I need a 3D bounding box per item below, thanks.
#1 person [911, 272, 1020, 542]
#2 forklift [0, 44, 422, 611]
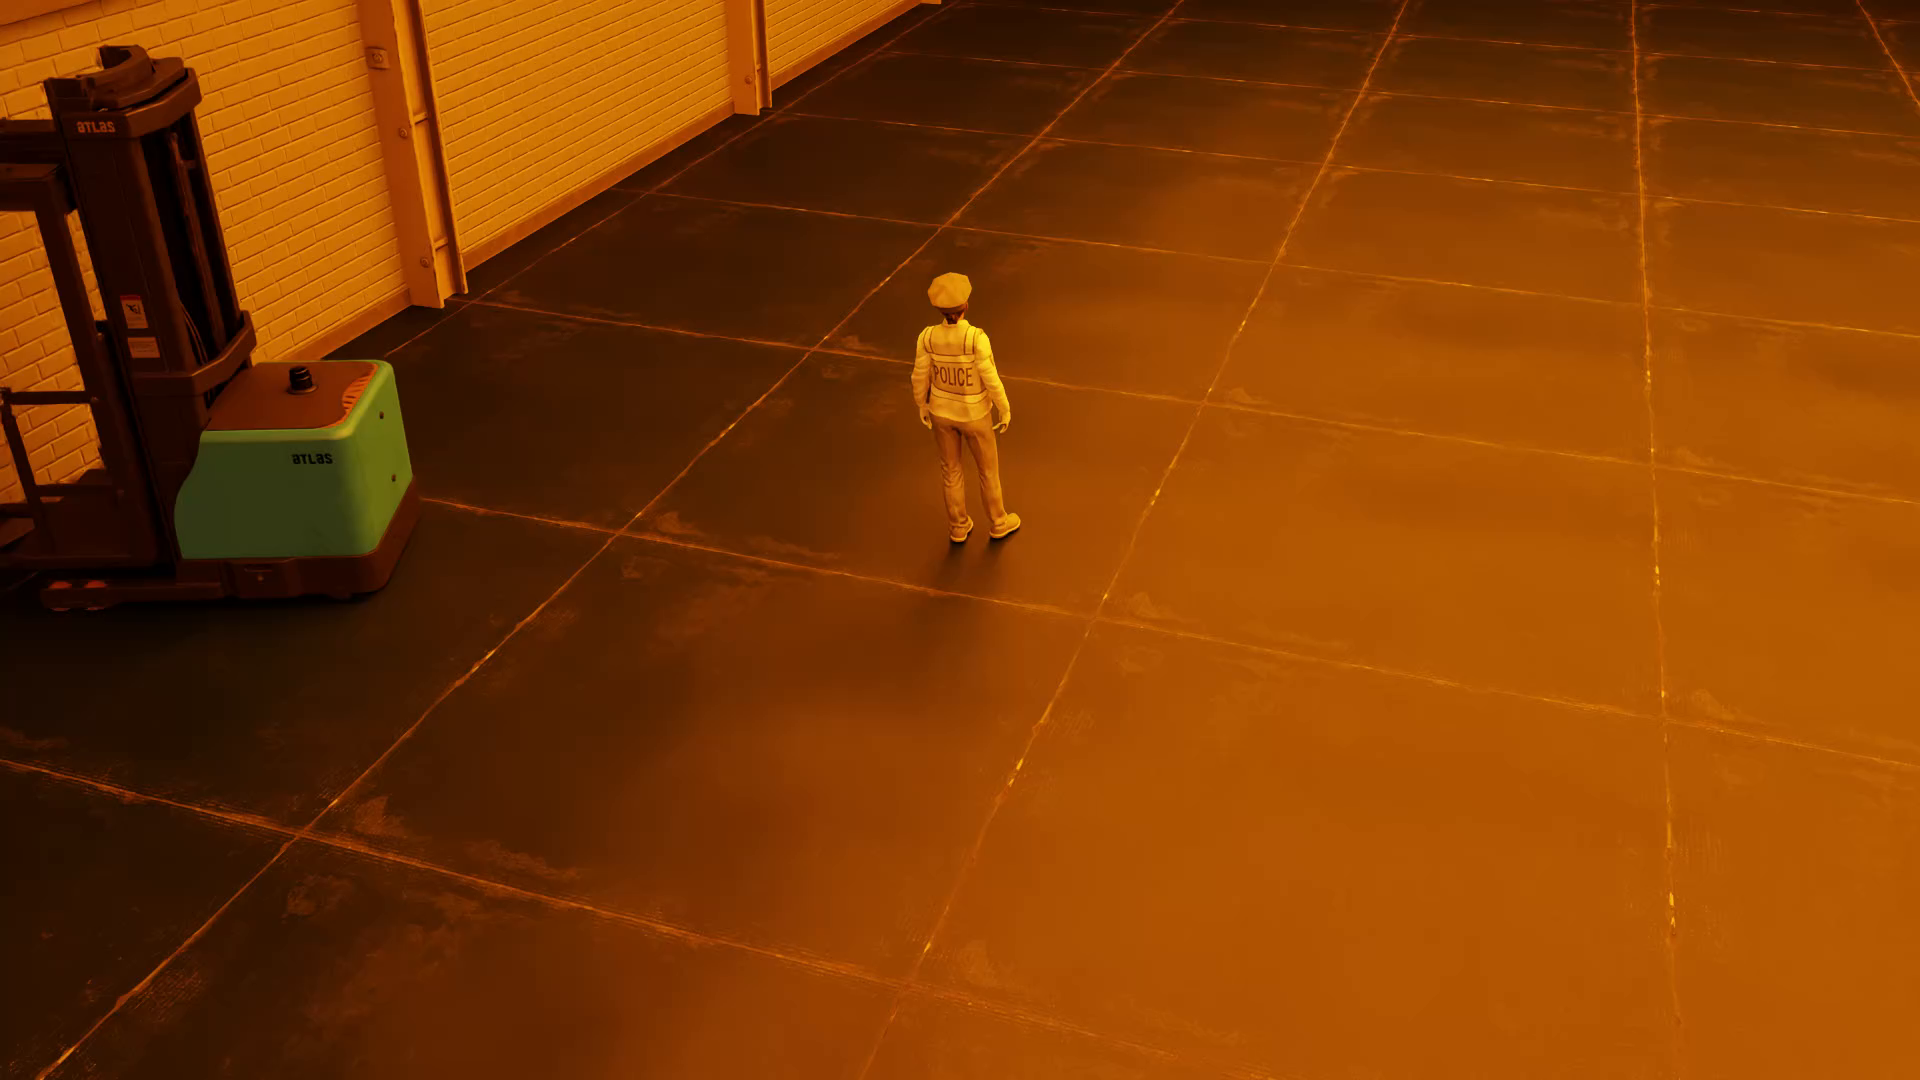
[{"bbox_3d":[0.028,-0.773,9.728,0.587,1.695,0.531,10,31,16],"label":"person"},{"bbox_3d":[-4.815,-1.139,9.135,3.031,2.935,1.130,-1,30,-2],"label":"forklift"}]
